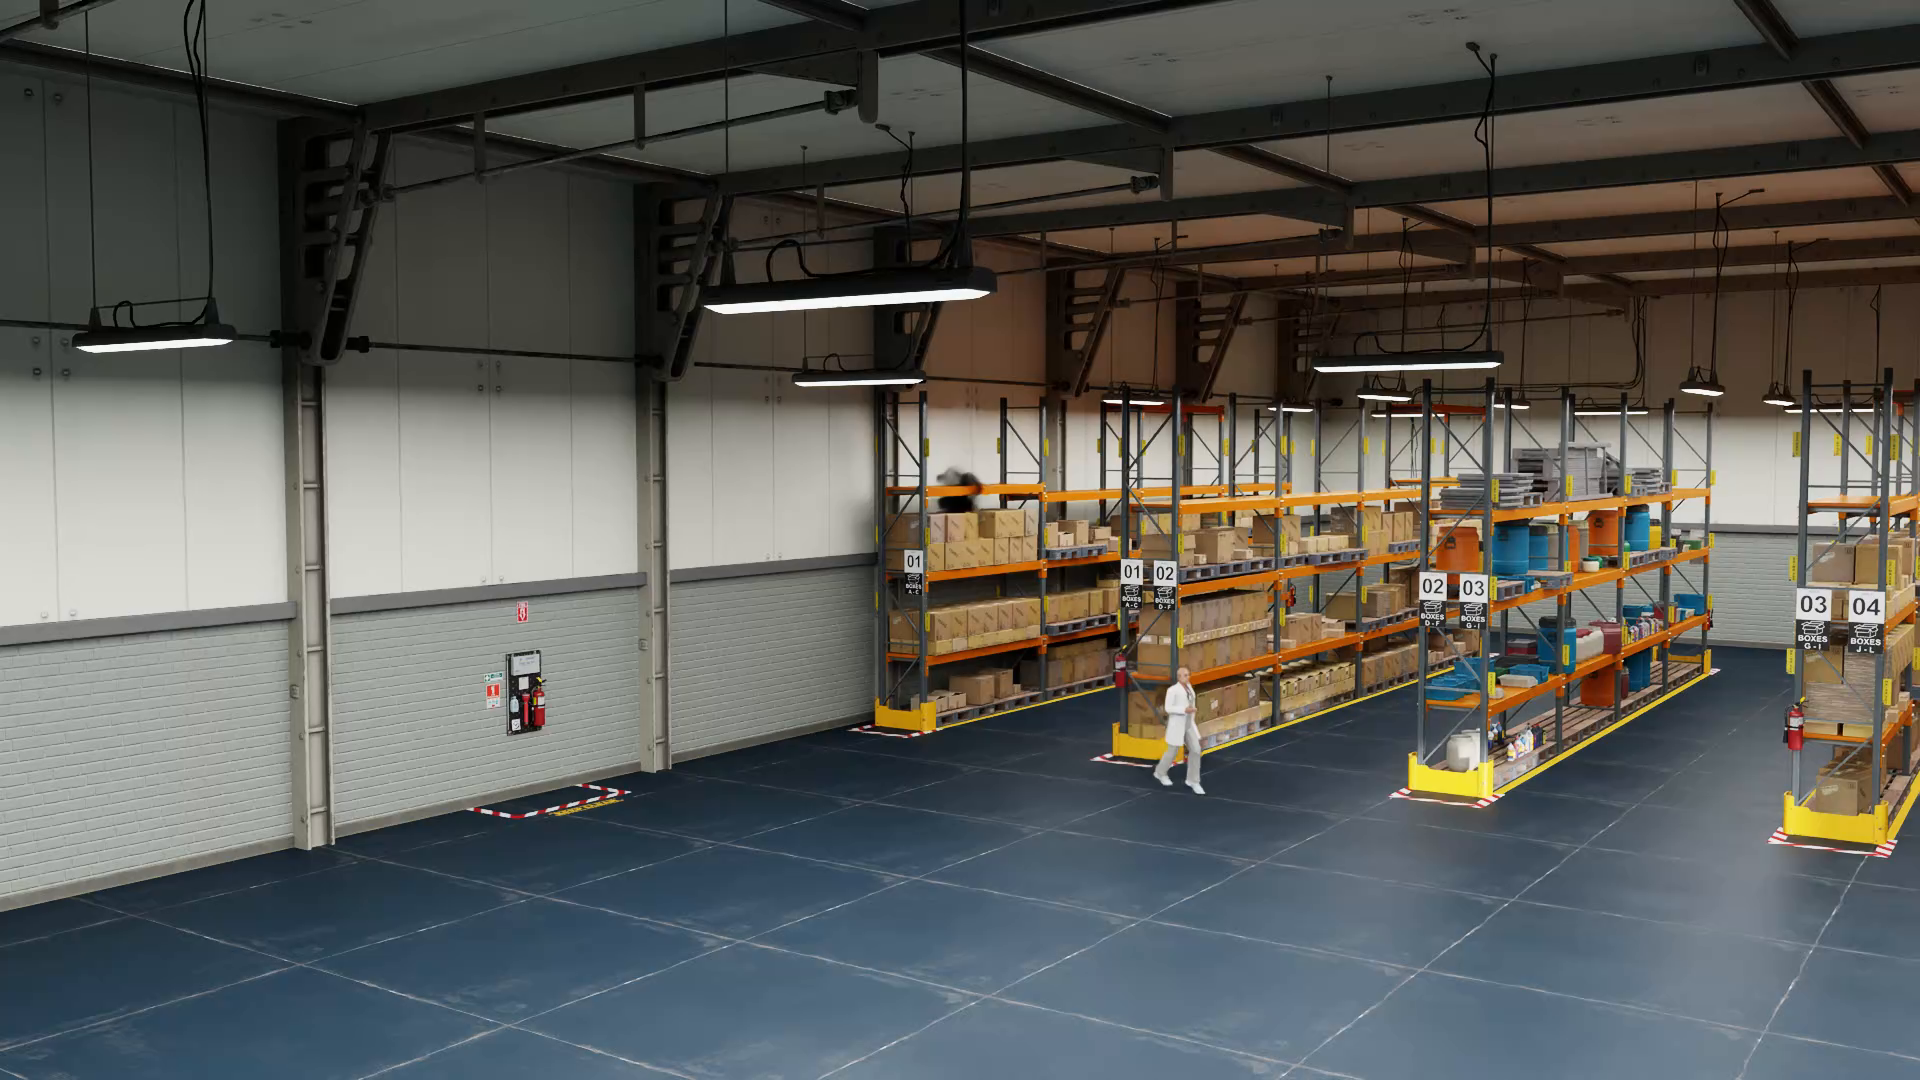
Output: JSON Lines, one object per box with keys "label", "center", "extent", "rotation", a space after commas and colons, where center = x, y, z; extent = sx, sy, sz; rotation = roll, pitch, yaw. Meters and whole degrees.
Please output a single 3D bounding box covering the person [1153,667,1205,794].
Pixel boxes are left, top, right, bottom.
{"label": "person", "center": [3.210, 2.772, 24.296], "extent": [0.661, 1.841, 0.936], "rotation": [-2, 4, -35]}
